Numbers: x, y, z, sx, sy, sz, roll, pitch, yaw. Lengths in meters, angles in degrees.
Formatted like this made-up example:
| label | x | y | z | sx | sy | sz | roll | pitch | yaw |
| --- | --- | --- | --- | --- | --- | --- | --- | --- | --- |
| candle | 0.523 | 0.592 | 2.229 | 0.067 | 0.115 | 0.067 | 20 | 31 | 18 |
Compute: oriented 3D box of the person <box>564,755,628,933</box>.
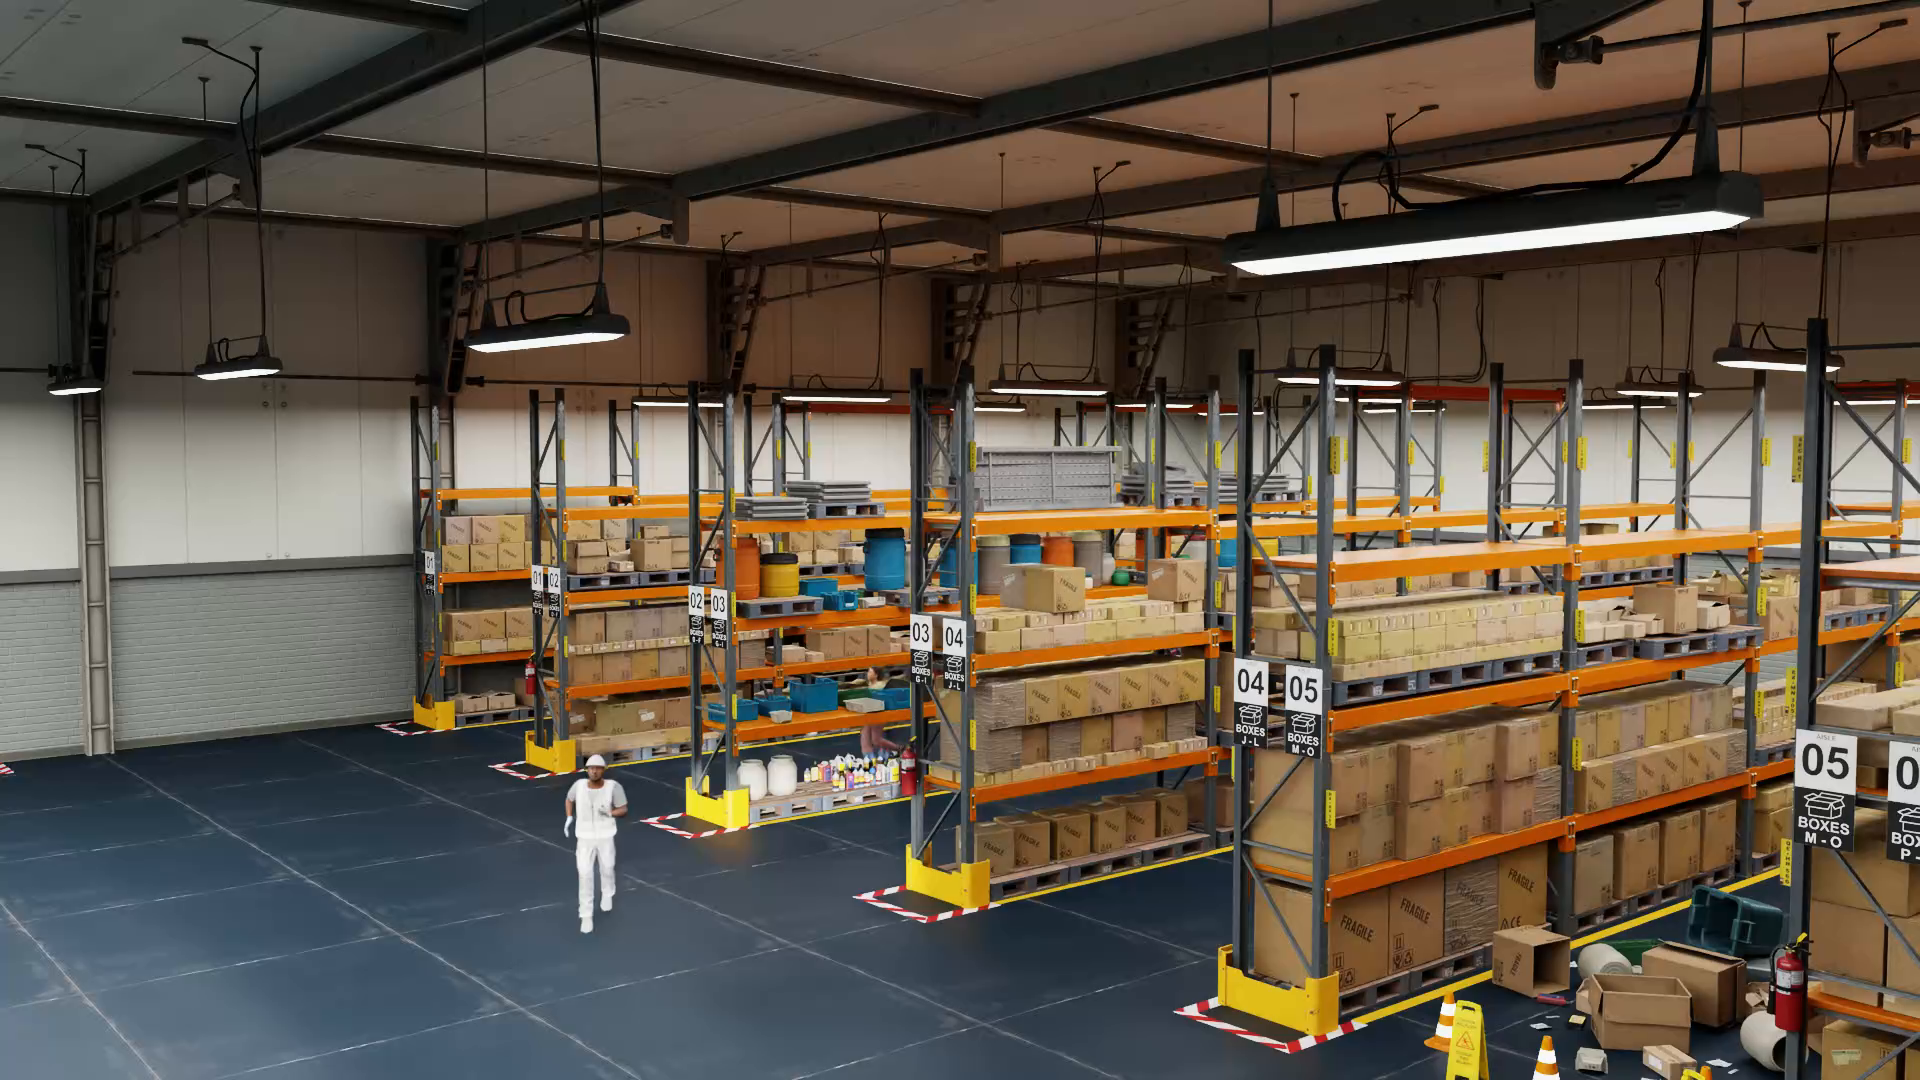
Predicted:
| label | x | y | z | sx | sy | sz | roll | pitch | yaw |
| --- | --- | --- | --- | --- | --- | --- | --- | --- | --- |
| person | -3.894 | 3.191 | 17.802 | 0.678 | 1.788 | 0.937 | 0 | 3 | -8 |

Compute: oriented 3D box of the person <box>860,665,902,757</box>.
| label | x | y | z | sx | sy | sz | roll | pitch | yaw |
| --- | --- | --- | --- | --- | --- | --- | --- | --- | --- |
| person | -1.309 | 2.795 | 26.218 | 0.805 | 1.658 | 0.591 | -3 | 4 | -37 |
